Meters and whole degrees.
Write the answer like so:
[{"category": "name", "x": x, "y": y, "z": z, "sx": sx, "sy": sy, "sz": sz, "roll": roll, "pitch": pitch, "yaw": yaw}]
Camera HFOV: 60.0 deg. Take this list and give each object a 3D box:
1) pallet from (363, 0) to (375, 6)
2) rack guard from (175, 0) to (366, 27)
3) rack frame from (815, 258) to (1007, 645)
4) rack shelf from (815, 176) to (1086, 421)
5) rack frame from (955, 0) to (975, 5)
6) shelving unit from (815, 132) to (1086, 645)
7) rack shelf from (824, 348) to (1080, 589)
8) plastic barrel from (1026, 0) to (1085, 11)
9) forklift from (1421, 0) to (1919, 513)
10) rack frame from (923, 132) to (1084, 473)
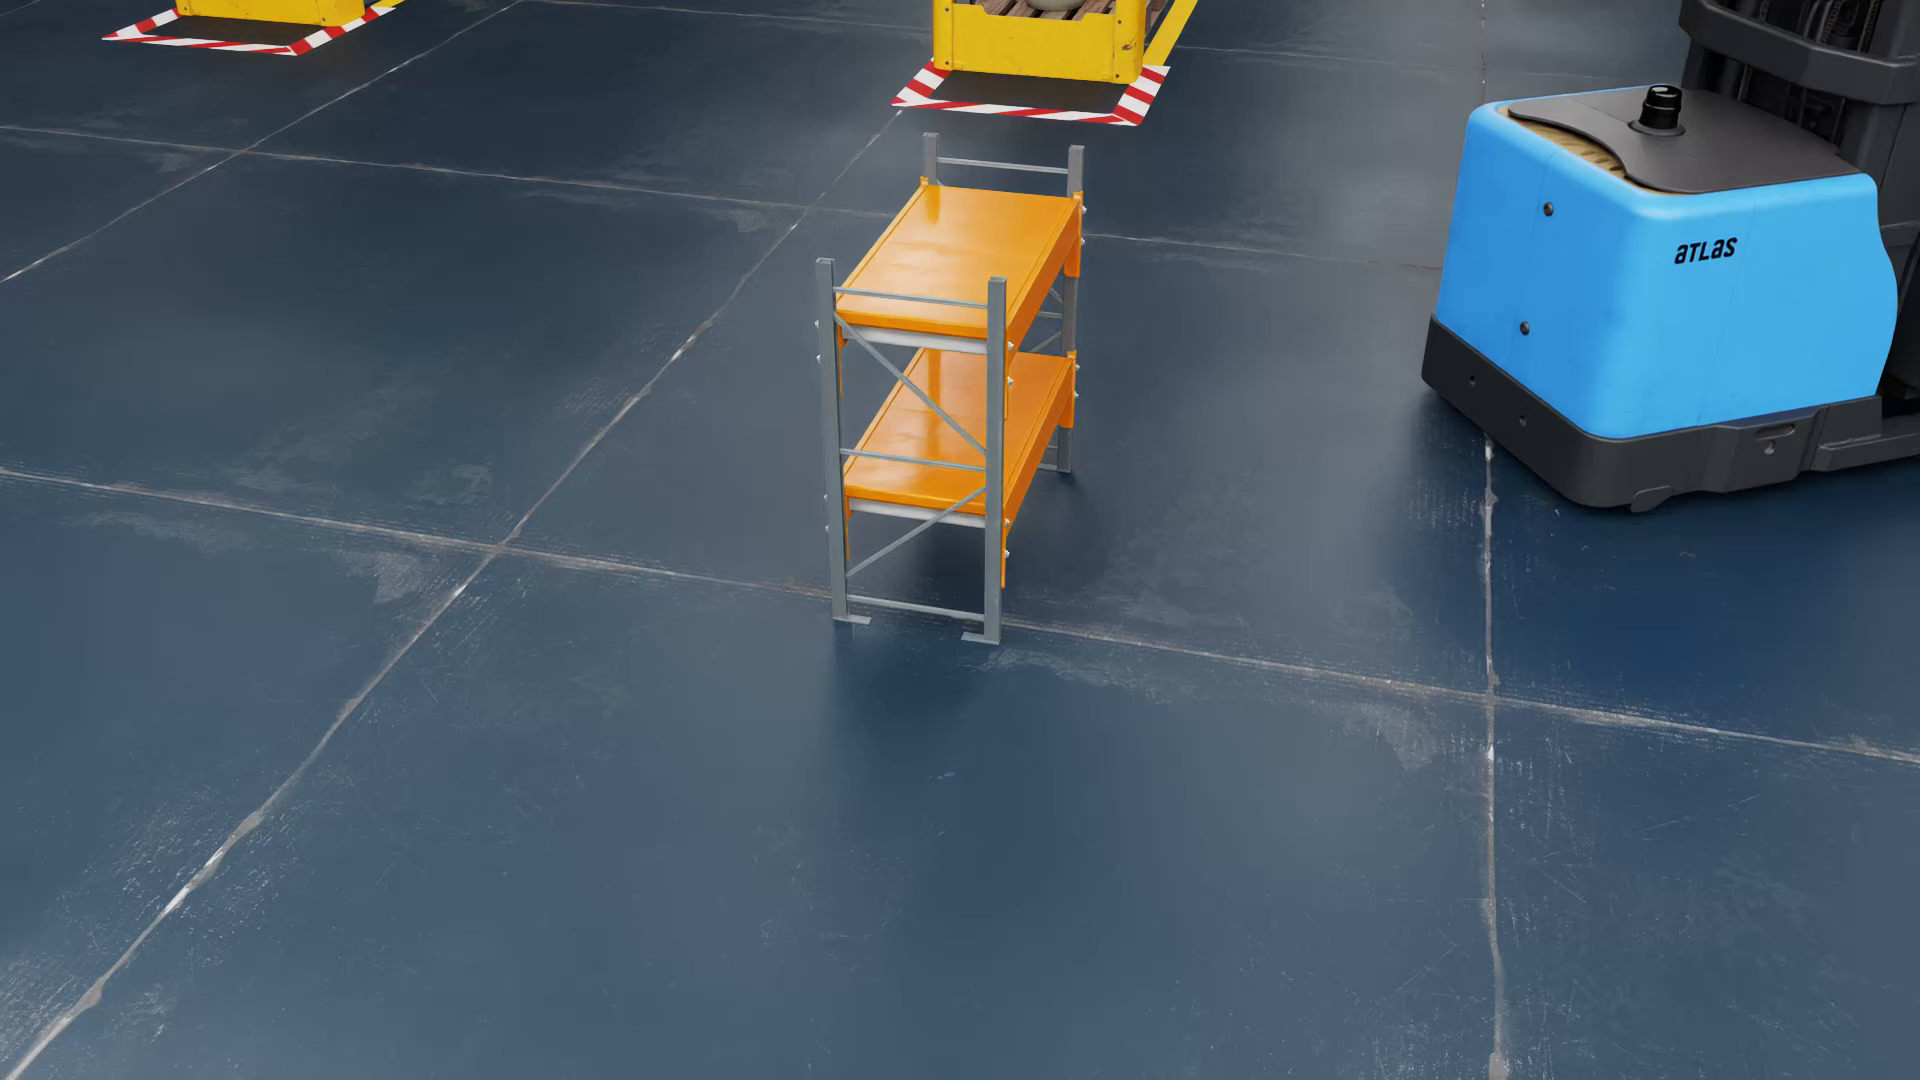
[{"category": "pallet", "x": -4.168, "y": -3.816, "z": 11.056, "sx": 1.003, "sy": 0.211, "sz": 1.213, "roll": 8, "pitch": 33, "yaw": 12}, {"category": "rack guard", "x": -4.327, "y": -3.523, "z": 10.325, "sx": 1.175, "sy": 0.500, "sz": 0.348, "roll": 8, "pitch": 33, "yaw": 12}, {"category": "rack frame", "x": -0.127, "y": -0.214, "z": 4.539, "sx": 0.500, "sy": 1.125, "sz": 0.032, "roll": 8, "pitch": 33, "yaw": 12}, {"category": "rack shelf", "x": 0.002, "y": -0.725, "z": 4.797, "sx": 0.538, "sy": 0.278, "sz": 1.000, "roll": 8, "pitch": 33, "yaw": 12}, {"category": "rack frame", "x": 0.469, "y": -3.914, "z": 8.610, "sx": 1.000, "sy": 3.000, "sz": 0.127, "roll": 8, "pitch": 33, "yaw": 12}, {"category": "shelving unit", "x": 0.002, "y": -0.478, "z": 4.954, "sx": 0.538, "sy": 1.125, "sz": 1.048, "roll": 8, "pitch": 33, "yaw": 12}, {"category": "rack shelf", "x": 0.002, "y": -0.272, "z": 5.085, "sx": 0.538, "sy": 0.278, "sz": 1.000, "roll": 8, "pitch": 33, "yaw": 12}, {"category": "plastic barrel", "x": 0.562, "y": -3.393, "z": 9.719, "sx": 0.421, "sy": 0.512, "sz": 0.421, "roll": 0, "pitch": 32, "yaw": 0}, {"category": "forklift", "x": 3.252, "y": -1.780, "z": 5.318, "sx": 3.031, "sy": 2.935, "sz": 1.130, "roll": -10, "pitch": 34, "yaw": -15}, {"category": "rack frame", "x": 0.131, "y": -0.742, "z": 5.369, "sx": 0.500, "sy": 1.125, "sz": 0.032, "roll": 8, "pitch": 33, "yaw": 12}]
